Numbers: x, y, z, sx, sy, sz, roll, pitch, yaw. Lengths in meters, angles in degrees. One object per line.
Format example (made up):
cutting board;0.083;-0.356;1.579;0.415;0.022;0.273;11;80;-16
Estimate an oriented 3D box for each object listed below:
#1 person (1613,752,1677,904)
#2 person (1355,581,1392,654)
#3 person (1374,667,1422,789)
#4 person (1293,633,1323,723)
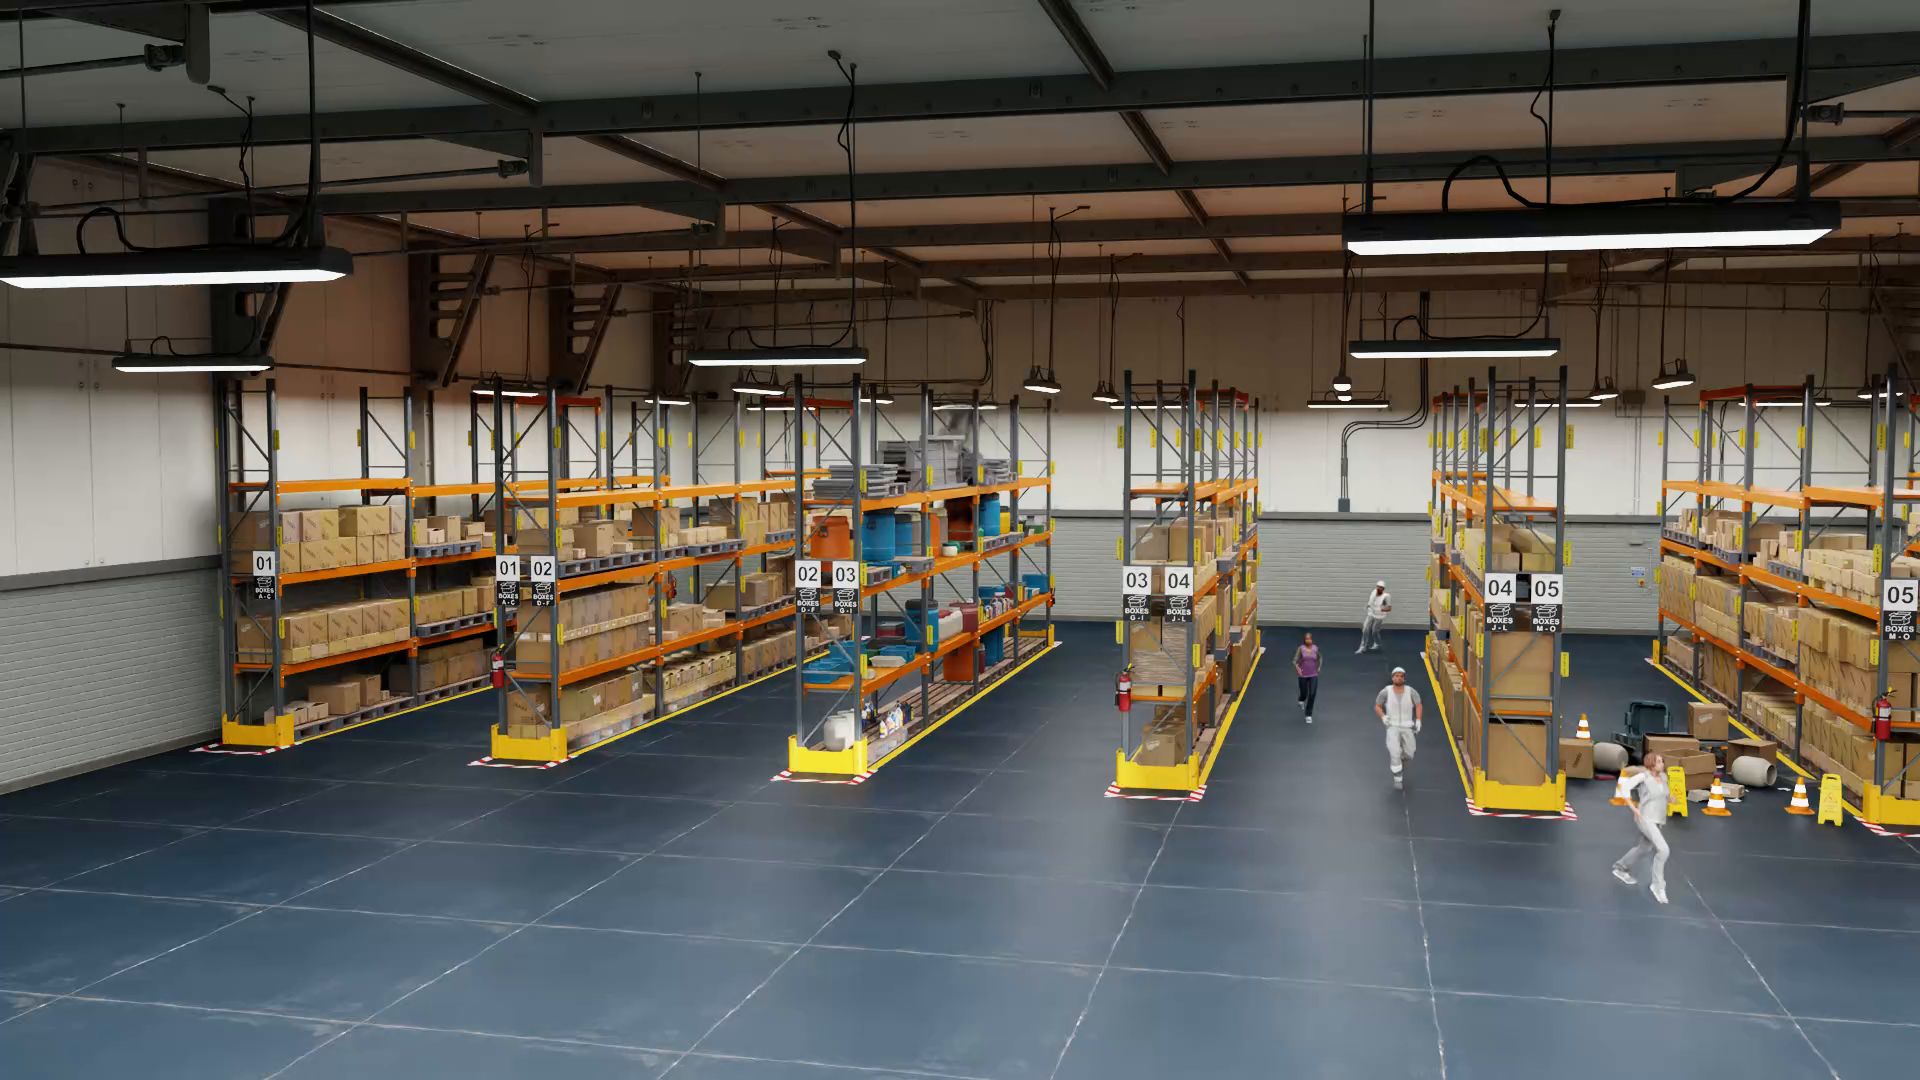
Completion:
person;7.533;3.123;18.278;0.513;1.635;0.759;-2;4;-33
person;9.812;1.808;38.980;0.856;1.737;0.730;-3;4;-39
person;6.358;2.701;24.125;0.676;1.724;0.675;0;3;6
person;6.224;2.447;29.763;0.549;1.585;0.705;0;3;2
